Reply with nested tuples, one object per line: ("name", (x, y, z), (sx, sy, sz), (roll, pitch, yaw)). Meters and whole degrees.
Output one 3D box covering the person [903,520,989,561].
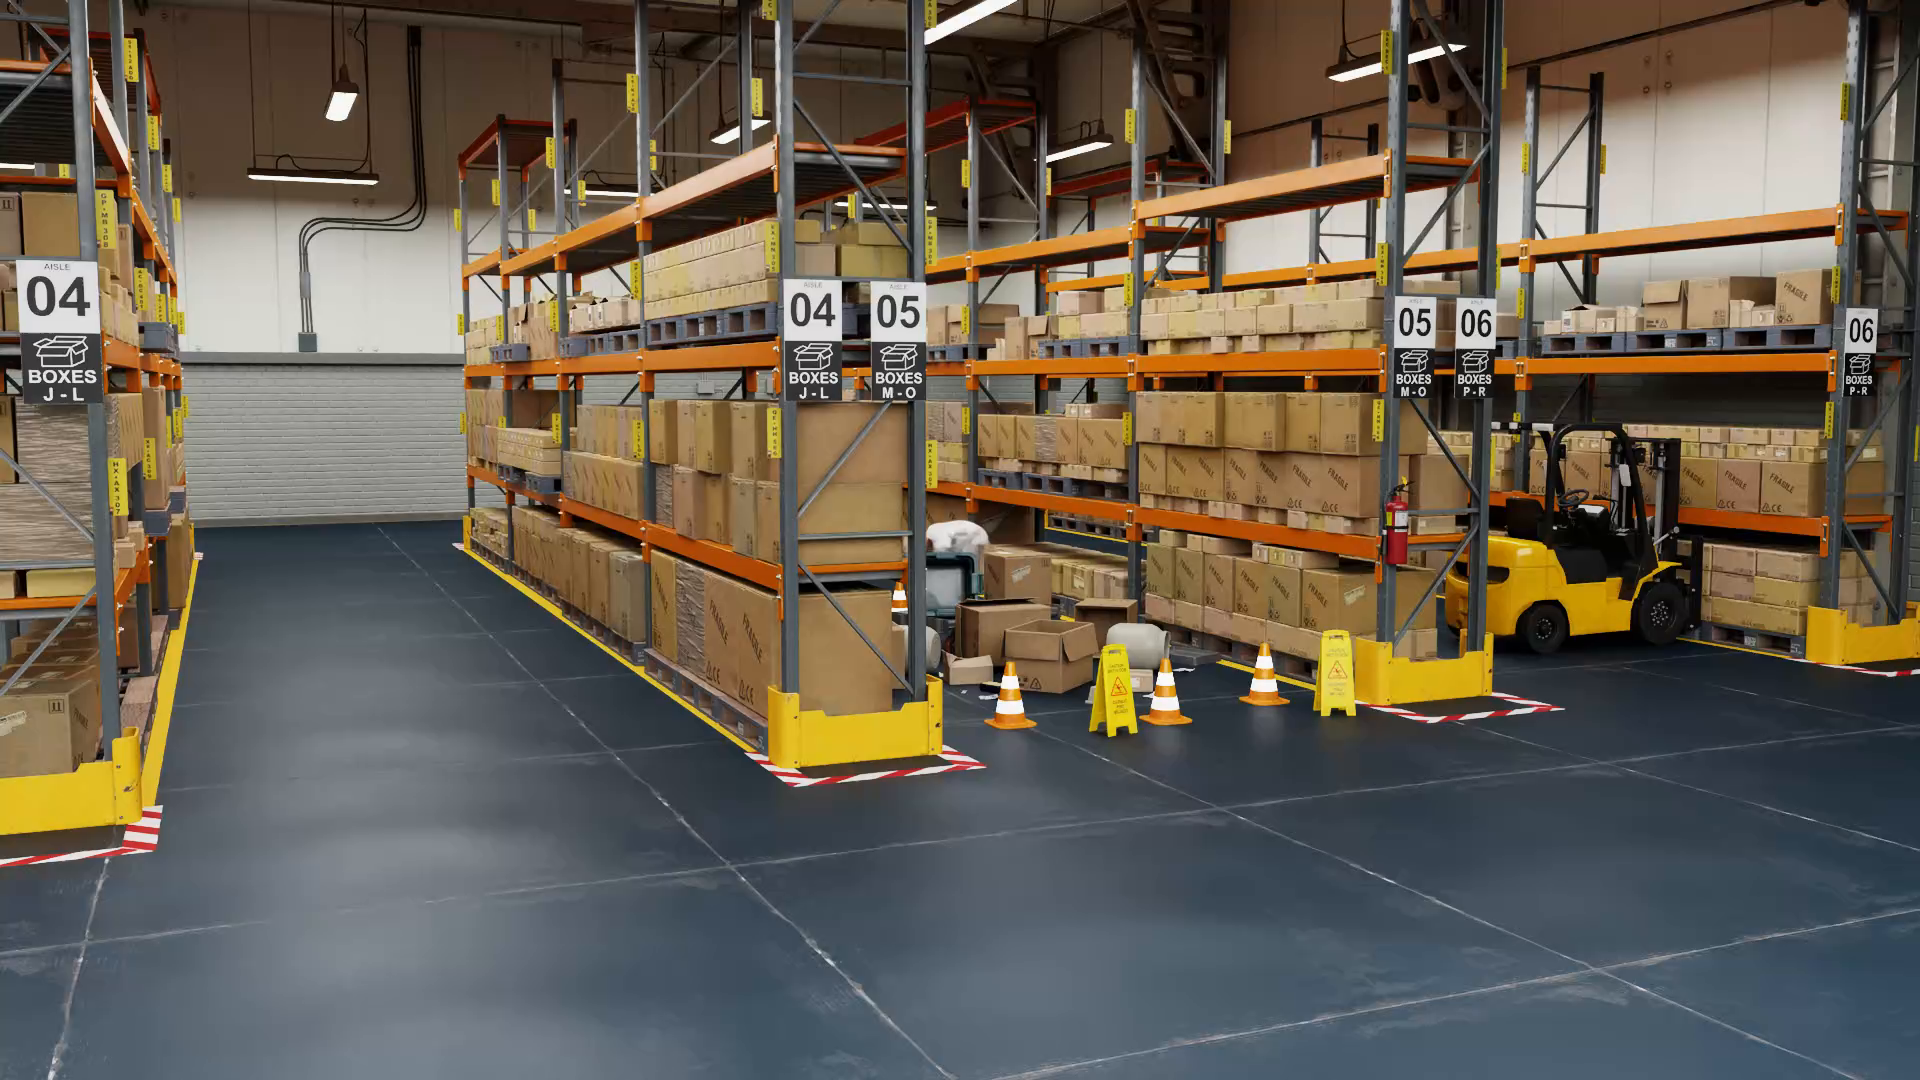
("person", (-0.172, 0.331, 17.794), (0.991, 1.063, 0.504), (-3, 6, -28))
